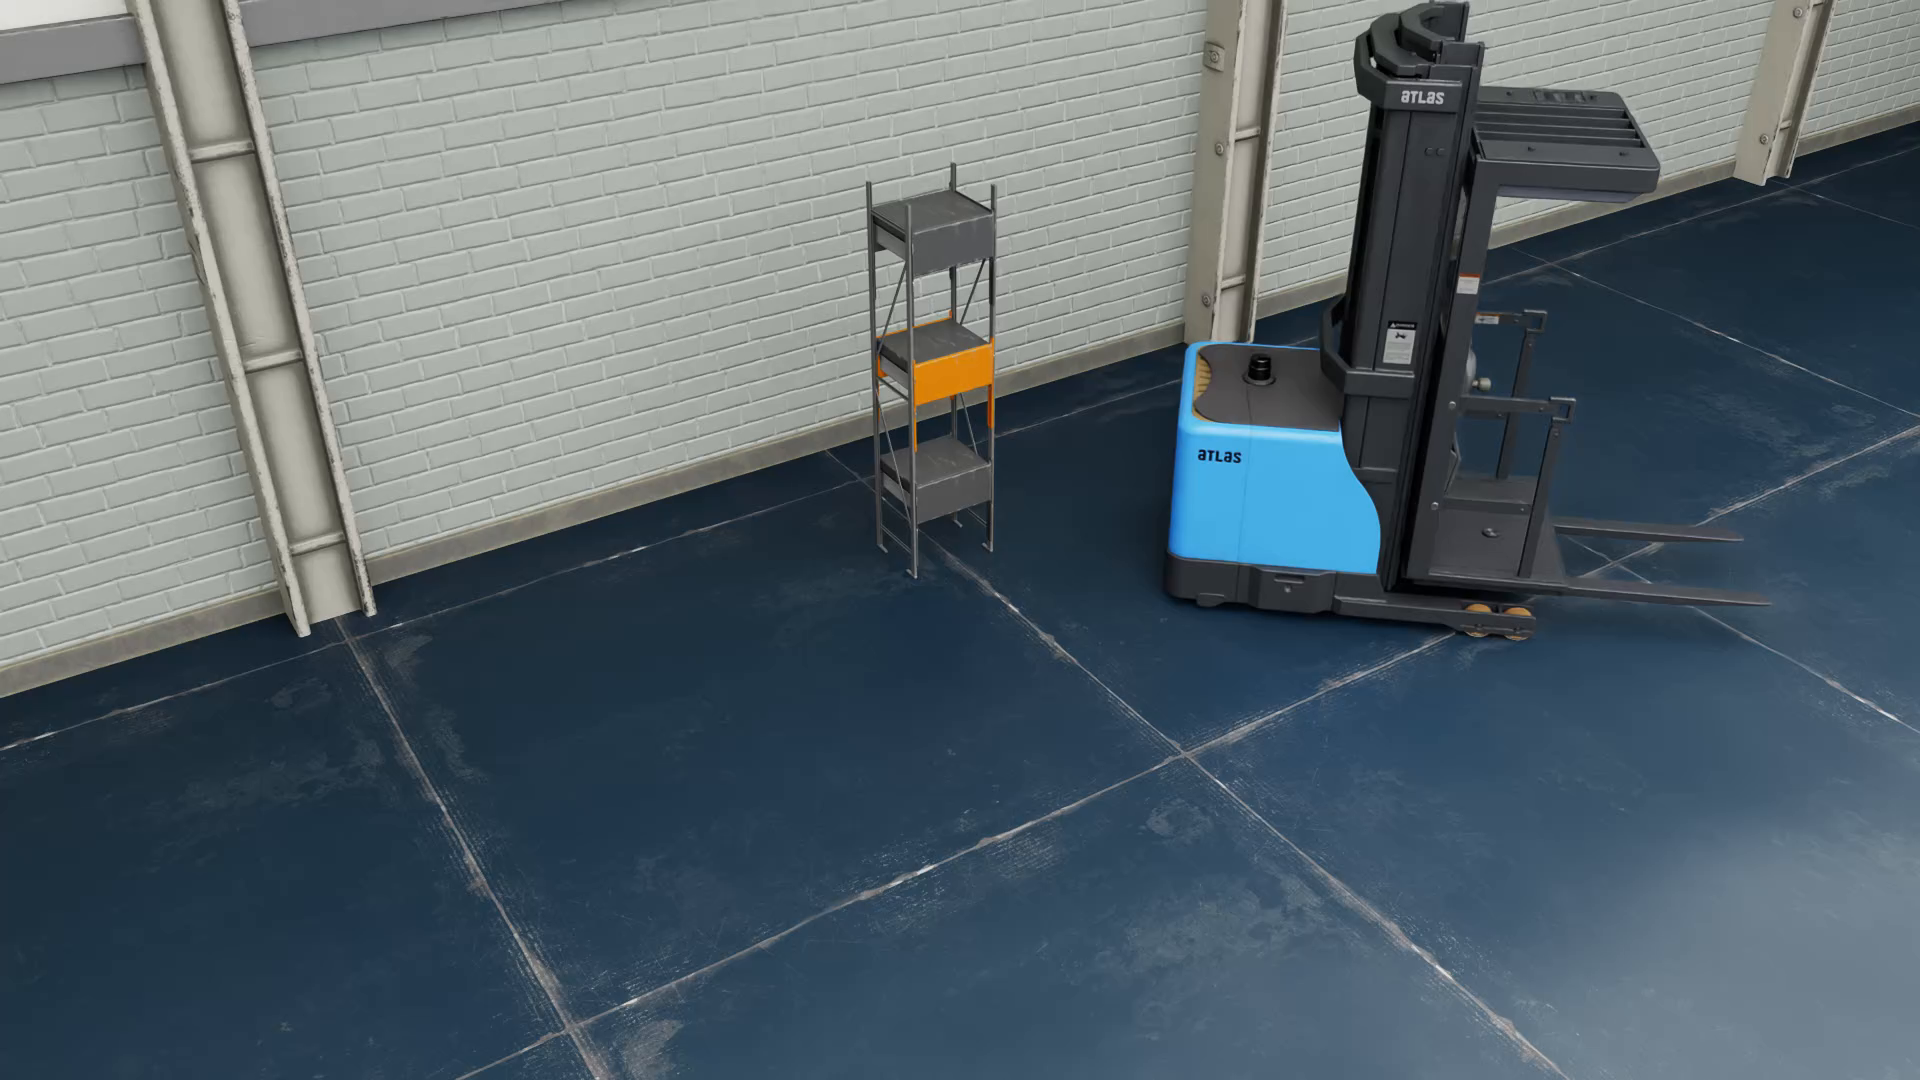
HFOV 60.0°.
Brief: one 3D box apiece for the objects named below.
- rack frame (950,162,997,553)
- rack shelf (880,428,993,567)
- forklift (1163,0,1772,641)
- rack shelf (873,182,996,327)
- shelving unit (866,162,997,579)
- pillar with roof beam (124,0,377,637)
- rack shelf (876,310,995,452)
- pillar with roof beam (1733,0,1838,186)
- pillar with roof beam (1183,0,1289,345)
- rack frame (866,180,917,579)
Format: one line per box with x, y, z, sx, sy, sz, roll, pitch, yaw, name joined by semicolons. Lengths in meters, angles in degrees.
0.066;-0.911;8.726;0.015;2.100;0.400;-19;37;-27;rack frame
-0.139;-0.237;8.995;0.480;0.518;0.431;-19;37;-27;rack shelf
2.628;-1.035;8.144;3.031;2.935;1.130;5;33;8;forklift
-0.139;-1.421;8.248;0.480;0.518;0.431;-19;37;-27;rack shelf
-0.139;-0.840;8.614;0.503;2.100;0.431;-19;37;-27;shelving unit
-0.945;-1.505;3.202;0.400;9.000;9.100;-19;37;-27;pillar with roof beam
-0.139;-0.829;8.621;0.480;0.518;0.431;-19;37;-27;rack shelf
9.141;-4.974;8.701;0.400;9.000;9.100;-19;37;-27;pillar with roof beam
4.098;-3.240;5.951;0.400;9.000;9.100;-19;37;-27;pillar with roof beam
-0.344;-0.770;8.502;0.015;2.100;0.400;-19;37;-27;rack frame
